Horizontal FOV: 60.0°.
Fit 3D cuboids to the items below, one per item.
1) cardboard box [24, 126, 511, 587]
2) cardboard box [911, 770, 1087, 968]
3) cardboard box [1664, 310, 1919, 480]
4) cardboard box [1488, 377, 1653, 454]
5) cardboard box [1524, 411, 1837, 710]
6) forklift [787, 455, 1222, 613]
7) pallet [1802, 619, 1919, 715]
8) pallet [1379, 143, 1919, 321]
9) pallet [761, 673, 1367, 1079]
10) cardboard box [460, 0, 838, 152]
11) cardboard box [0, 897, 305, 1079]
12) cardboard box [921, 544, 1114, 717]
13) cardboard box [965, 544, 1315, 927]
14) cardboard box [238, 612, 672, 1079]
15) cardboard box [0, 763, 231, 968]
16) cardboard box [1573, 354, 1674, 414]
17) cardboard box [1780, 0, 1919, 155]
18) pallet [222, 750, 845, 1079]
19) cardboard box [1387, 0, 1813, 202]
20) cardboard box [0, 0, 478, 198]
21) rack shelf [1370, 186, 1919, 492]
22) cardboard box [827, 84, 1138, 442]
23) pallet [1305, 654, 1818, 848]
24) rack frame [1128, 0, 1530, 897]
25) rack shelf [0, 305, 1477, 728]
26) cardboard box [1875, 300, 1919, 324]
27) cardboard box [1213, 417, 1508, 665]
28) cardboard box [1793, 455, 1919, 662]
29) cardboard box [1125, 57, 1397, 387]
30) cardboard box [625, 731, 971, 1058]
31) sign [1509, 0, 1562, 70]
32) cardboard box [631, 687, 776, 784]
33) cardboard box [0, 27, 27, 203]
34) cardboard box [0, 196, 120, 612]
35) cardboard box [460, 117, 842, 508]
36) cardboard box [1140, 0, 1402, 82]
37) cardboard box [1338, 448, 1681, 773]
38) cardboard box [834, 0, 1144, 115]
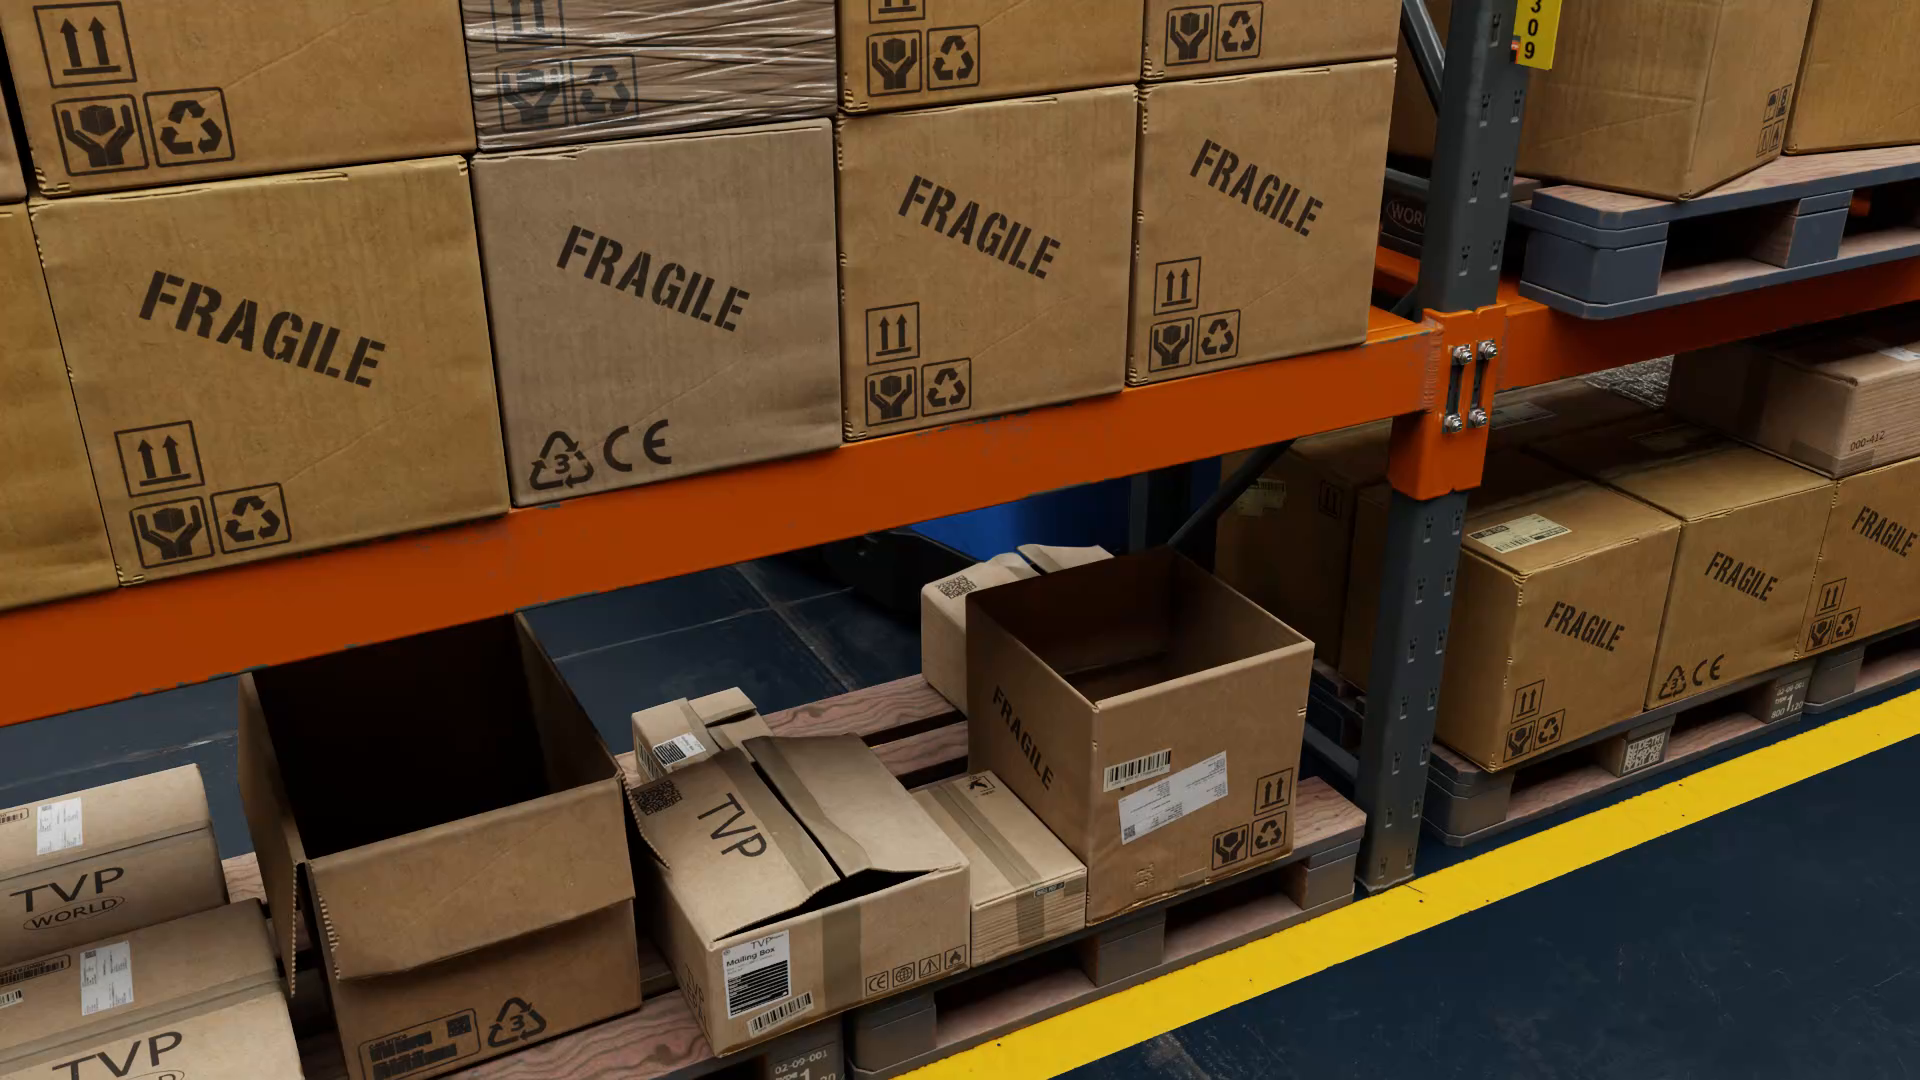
[{"bbox_3d":[-0.960,-0.307,2.307,0.500,0.500,0.500,-13,28,-24],"label":"cardboard box"},{"bbox_3d":[0.043,0.633,3.251,0.250,0.149,0.380,-13,29,-25],"label":"cardboard box"},{"bbox_3d":[2.139,-0.396,4.122,0.500,0.250,0.500,-13,29,-25],"label":"cardboard box"},{"bbox_3d":[1.456,-0.156,4.489,0.500,0.500,0.500,-13,29,-25],"label":"cardboard box"},{"bbox_3d":[1.722,0.033,4.095,0.500,0.500,0.500,-13,28,-24],"label":"cardboard box"},{"bbox_3d":[-0.471,-1.549,5.090,1.130,2.935,3.031,-22,33,-38],"label":"forklift"},{"bbox_3d":[2.493,0.050,4.903,1.213,0.211,1.003,-13,29,-25],"label":"pallet"},{"bbox_3d":[1.471,-0.812,3.697,1.213,0.211,1.003,-13,29,-25],"label":"pallet"},{"bbox_3d":[0.108,0.620,3.716,1.213,0.211,1.003,-13,29,-25],"label":"pallet"},{"bbox_3d":[-0.505,-0.863,2.311,0.500,0.500,0.500,-13,28,-25],"label":"cardboard box"},{"bbox_3d":[-1.319,0.873,2.635,0.500,0.250,0.500,-13,29,-25],"label":"cardboard box"},{"bbox_3d":[0.243,0.240,3.884,0.500,0.311,0.500,-13,29,-25],"label":"cardboard box"},{"bbox_3d":[0.346,0.376,3.381,0.500,0.500,0.500,-13,29,-25],"label":"cardboard box"},{"bbox_3d":[-0.940,0.535,3.047,0.637,0.503,0.797,-13,29,-25],"label":"cardboard box"},{"bbox_3d":[-1.598,0.692,3.012,0.500,0.250,0.500,-13,29,-25],"label":"cardboard box"},{"bbox_3d":[1.898,-0.258,4.701,0.500,0.500,0.500,-13,28,-24],"label":"cardboard box"},{"bbox_3d":[1.815,-1.187,3.656,0.500,0.500,0.700,-8,27,-17],"label":"cardboard box"},{"bbox_3d":[-0.969,0.870,3.195,1.213,0.211,1.003,-13,29,-25],"label":"pallet"},{"bbox_3d":[1.238,-1.023,3.313,0.700,0.500,0.500,22,33,37],"label":"cardboard box"},{"bbox_3d":[-0.950,-0.761,2.099,0.500,0.500,0.500,-13,29,-26],"label":"cardboard box"},{"bbox_3d":[2.480,-0.860,4.407,4.000,0.370,1.077,-13,29,-25],"label":"rack shelf"},{"bbox_3d":[-0.060,-0.517,2.745,0.500,0.500,0.500,-12,28,-24],"label":"cardboard box"},{"bbox_3d":[1.415,0.300,4.382,1.213,0.211,1.003,-13,29,-25],"label":"pallet"},{"bbox_3d":[0.715,-0.777,3.403,0.127,3.000,1.000,-13,29,-25],"label":"rack frame"},{"bbox_3d":[-1.050,-0.045,2.710,4.000,0.370,1.077,-13,29,-25],"label":"rack shelf"},{"bbox_3d":[2.581,-0.498,4.335,0.500,0.250,0.500,-14,29,-26],"label":"cardboard box"},{"bbox_3d":[1.015,-0.059,4.286,0.500,0.500,0.500,-13,29,-25],"label":"cardboard box"},{"bbox_3d":[2.166,-0.066,4.301,0.500,0.500,0.500,-13,28,-24],"label":"cardboard box"},{"bbox_3d":[0.395,-0.622,2.965,0.500,0.500,0.500,-12,28,-24],"label":"cardboard box"},{"bbox_3d":[-0.316,0.614,3.104,0.500,0.311,0.500,-13,29,-25],"label":"cardboard box"},{"bbox_3d":[0.977,-0.962,2.787,0.005,0.325,0.100,-13,29,-25],"label":"sign"},{"bbox_3d":[-0.516,0.485,3.540,0.250,0.166,0.380,-13,29,-25],"label":"cardboard box"},{"bbox_3d":[-1.397,-0.657,1.883,0.500,0.500,0.500,-13,28,-24],"label":"cardboard box"},{"bbox_3d":[-1.402,-0.205,2.097,0.500,0.500,0.500,-13,29,-25],"label":"cardboard box"},{"bbox_3d":[-0.512,-0.411,2.526,0.500,0.500,0.500,-12,28,-24],"label":"cardboard box"},{"bbox_3d":[0.391,-1.071,2.744,0.500,0.500,0.500,-13,28,-25],"label":"cardboard box"},{"bbox_3d":[1.256,0.146,3.860,0.500,0.500,0.500,-14,29,-27],"label":"cardboard box"},{"bbox_3d":[-0.060,-0.966,2.525,0.500,0.500,0.500,-14,29,-26],"label":"cardboard box"}]
